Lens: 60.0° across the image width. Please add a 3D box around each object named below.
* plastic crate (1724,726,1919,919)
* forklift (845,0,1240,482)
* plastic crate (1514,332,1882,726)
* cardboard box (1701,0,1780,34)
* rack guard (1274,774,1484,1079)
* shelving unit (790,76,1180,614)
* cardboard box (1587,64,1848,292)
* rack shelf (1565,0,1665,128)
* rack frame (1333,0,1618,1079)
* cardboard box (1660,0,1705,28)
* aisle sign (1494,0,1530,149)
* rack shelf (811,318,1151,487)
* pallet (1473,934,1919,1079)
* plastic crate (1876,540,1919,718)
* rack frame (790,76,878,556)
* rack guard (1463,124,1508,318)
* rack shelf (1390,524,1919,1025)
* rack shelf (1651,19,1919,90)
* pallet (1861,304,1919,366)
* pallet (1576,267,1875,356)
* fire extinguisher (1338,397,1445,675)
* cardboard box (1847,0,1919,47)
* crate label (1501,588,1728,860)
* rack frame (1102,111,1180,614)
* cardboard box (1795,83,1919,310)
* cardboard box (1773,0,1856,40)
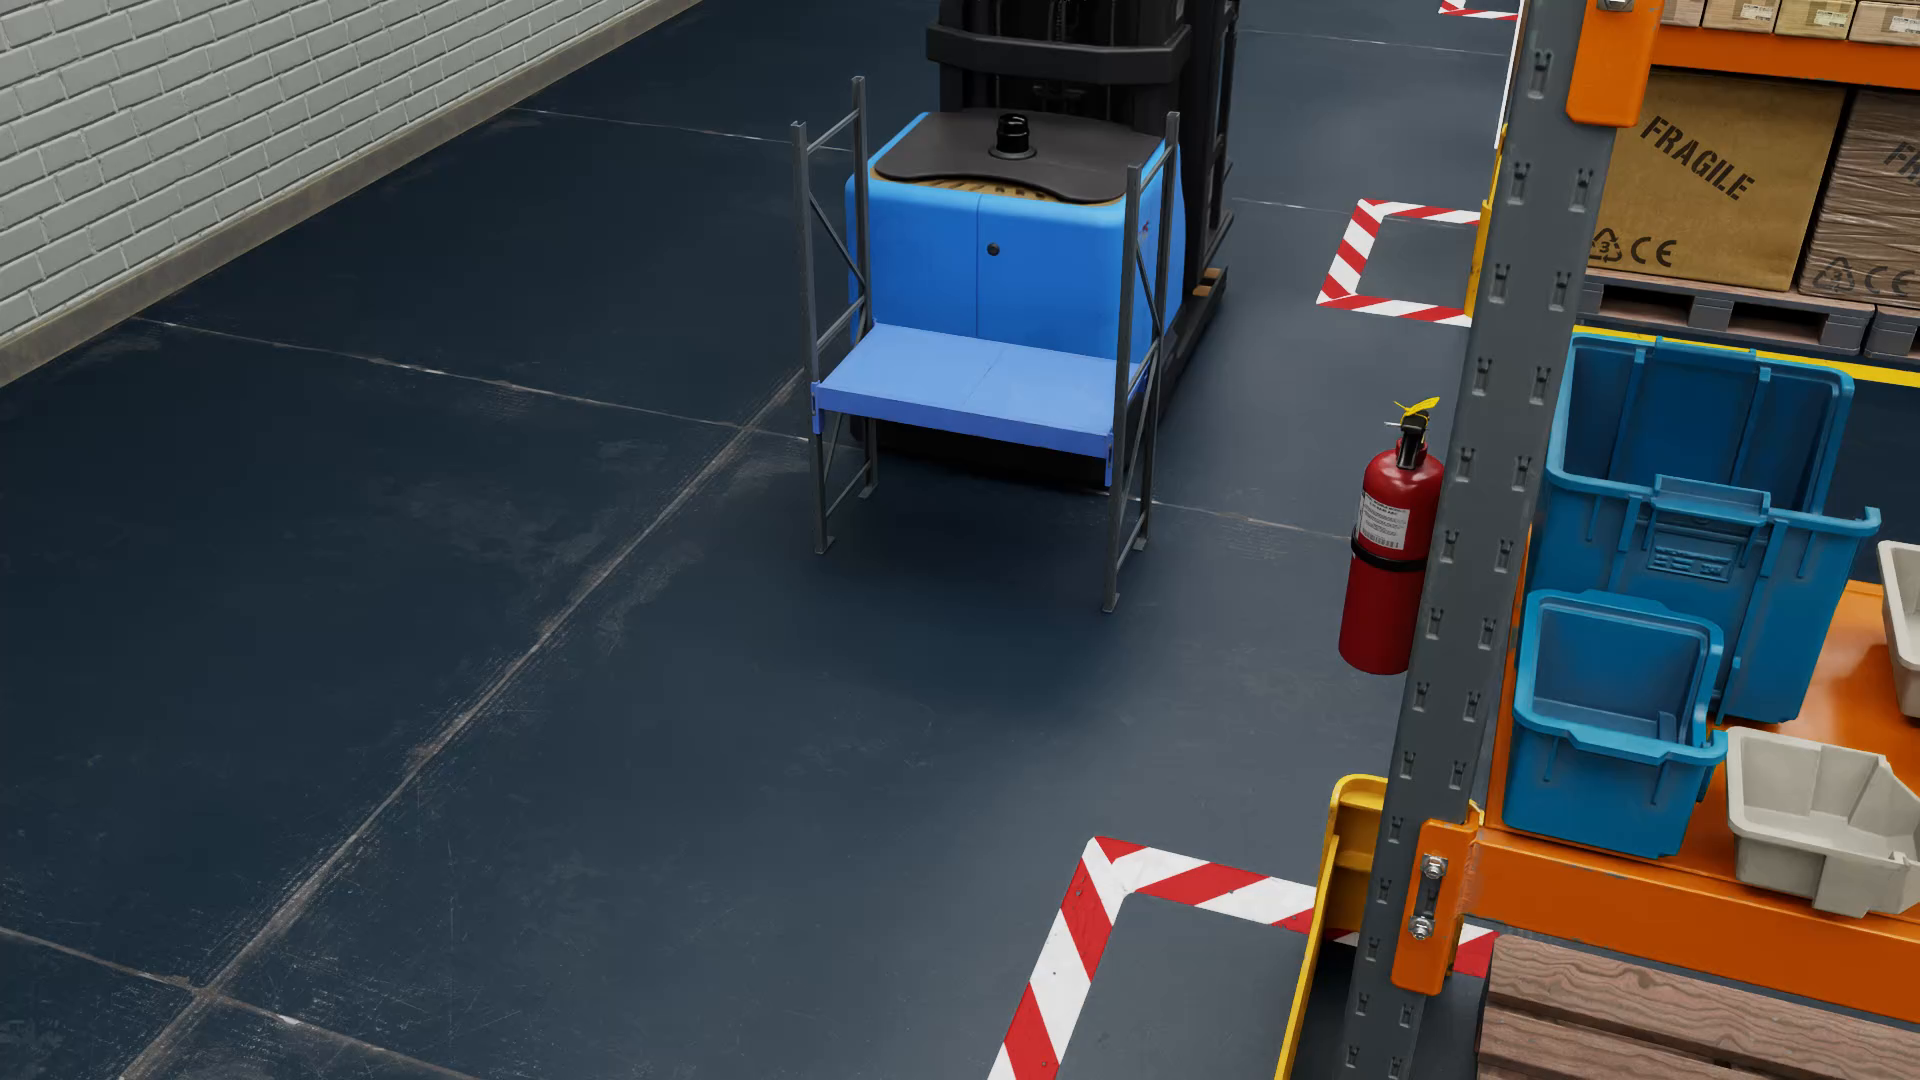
[{"bbox_3d":[1.296,0.435,2.498,0.298,0.136,0.250,11,34,16],"label":"plastic crate"},{"bbox_3d":[0.545,-2.231,6.504,1.130,2.935,3.031,11,34,16],"label":"forklift"},{"bbox_3d":[1.279,-0.039,2.957,0.499,0.435,0.616,11,34,16],"label":"plastic crate"},{"bbox_3d":[3.037,-2.108,6.482,0.250,0.149,0.380,11,34,16],"label":"cardboard box"},{"bbox_3d":[0.874,1.088,3.604,0.348,0.500,1.175,11,34,16],"label":"rack guard"},{"bbox_3d":[0.080,-0.614,5.319,1.048,1.500,0.538,11,34,16],"label":"shelving unit"},{"bbox_3d":[3.201,-1.701,7.191,0.875,0.875,0.875,11,34,16],"label":"cardboard box"},{"bbox_3d":[2.783,-0.556,1.744,4.000,0.370,1.077,11,34,16],"label":"rack shelf"},{"bbox_3d":[0.901,0.035,2.930,0.127,3.000,1.000,11,34,16],"label":"rack frame"},{"bbox_3d":[2.795,-2.155,6.553,0.250,0.149,0.380,11,35,17],"label":"cardboard box"},{"bbox_3d":[0.733,-0.918,2.010,0.004,0.787,0.394,11,34,16],"label":"aisle sign"},{"bbox_3d":[0.080,-0.463,5.417,1.000,0.185,0.538,11,34,16],"label":"rack shelf"},{"bbox_3d":[1.664,1.378,3.422,1.213,0.211,1.003,11,34,16],"label":"pallet"},{"bbox_3d":[1.729,0.178,2.897,0.243,0.136,0.396,11,34,16],"label":"plastic crate"},{"bbox_3d":[-0.398,-0.708,5.463,0.032,1.500,0.500,11,34,16],"label":"rack frame"},{"bbox_3d":[2.549,-1.448,7.532,0.348,0.500,1.175,11,34,16],"label":"rack guard"},{"bbox_3d":[2.783,0.704,2.558,4.000,0.370,1.077,11,34,16],"label":"rack shelf"},{"bbox_3d":[4.454,-1.825,6.475,4.000,0.370,1.077,11,34,16],"label":"rack shelf"},{"bbox_3d":[4.495,-0.992,7.091,1.213,0.211,1.003,11,34,16],"label":"pallet"},{"bbox_3d":[3.351,-1.216,7.438,1.213,0.211,1.003,11,34,16],"label":"pallet"},{"bbox_3d":[0.912,-0.035,3.454,0.183,0.674,0.296,11,34,16],"label":"fire extinguisher"},{"bbox_3d":[3.524,-2.015,6.336,0.250,0.149,0.380,10,34,16],"label":"cardboard box"},{"bbox_3d":[1.022,0.294,2.628,0.303,0.233,0.416,11,34,16],"label":"crate label"},{"bbox_3d":[0.559,-0.521,5.175,0.032,1.500,0.500,11,34,16],"label":"rack frame"},{"bbox_3d":[4.058,-1.535,6.933,0.875,0.875,0.875,11,34,16],"label":"cardboard box"},{"bbox_3d":[3.278,-2.062,6.409,0.250,0.149,0.380,10,34,15],"label":"cardboard box"}]
